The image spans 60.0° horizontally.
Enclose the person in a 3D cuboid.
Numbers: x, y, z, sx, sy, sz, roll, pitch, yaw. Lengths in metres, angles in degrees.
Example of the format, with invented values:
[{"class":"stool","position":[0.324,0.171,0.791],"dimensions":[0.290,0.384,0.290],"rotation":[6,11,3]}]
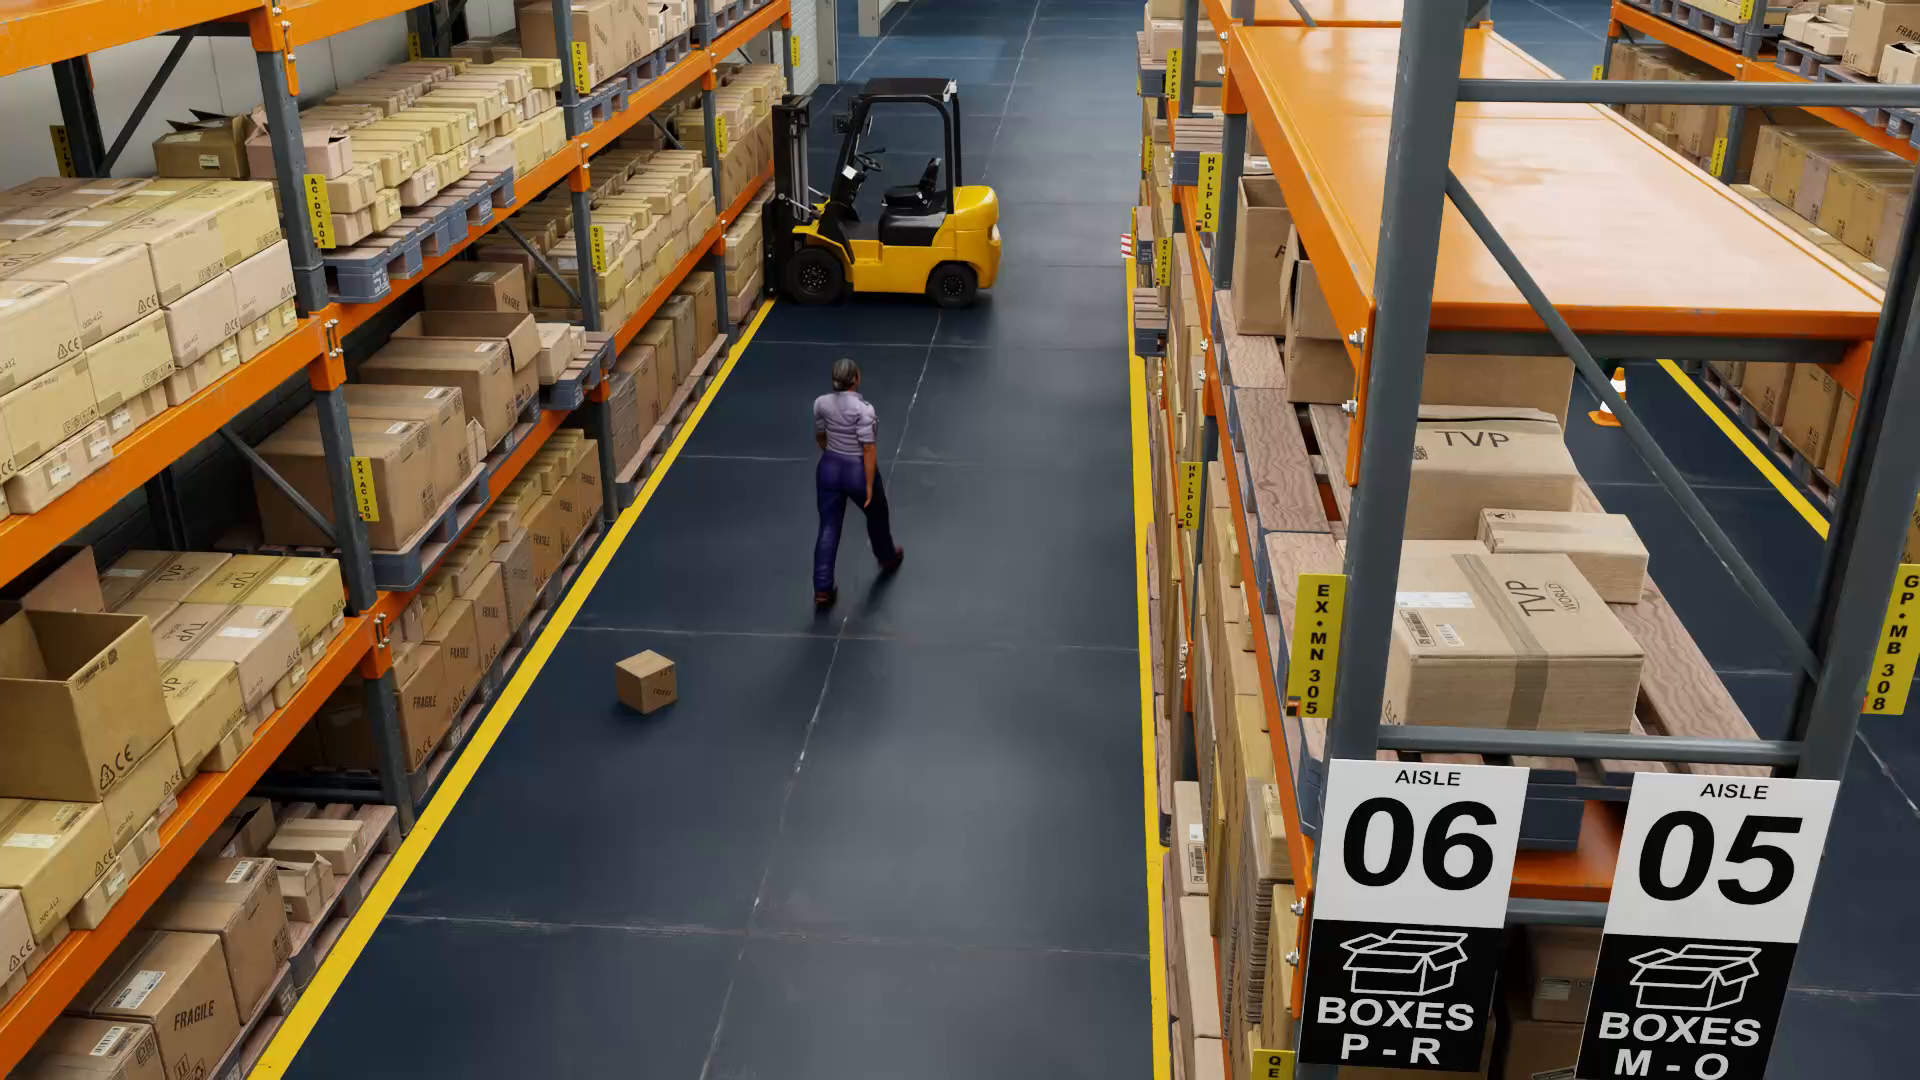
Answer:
[{"class":"person","position":[-0.712,-0.467,10.990],"dimensions":[0.493,1.586,0.997],"rotation":[8,26,18]}]
